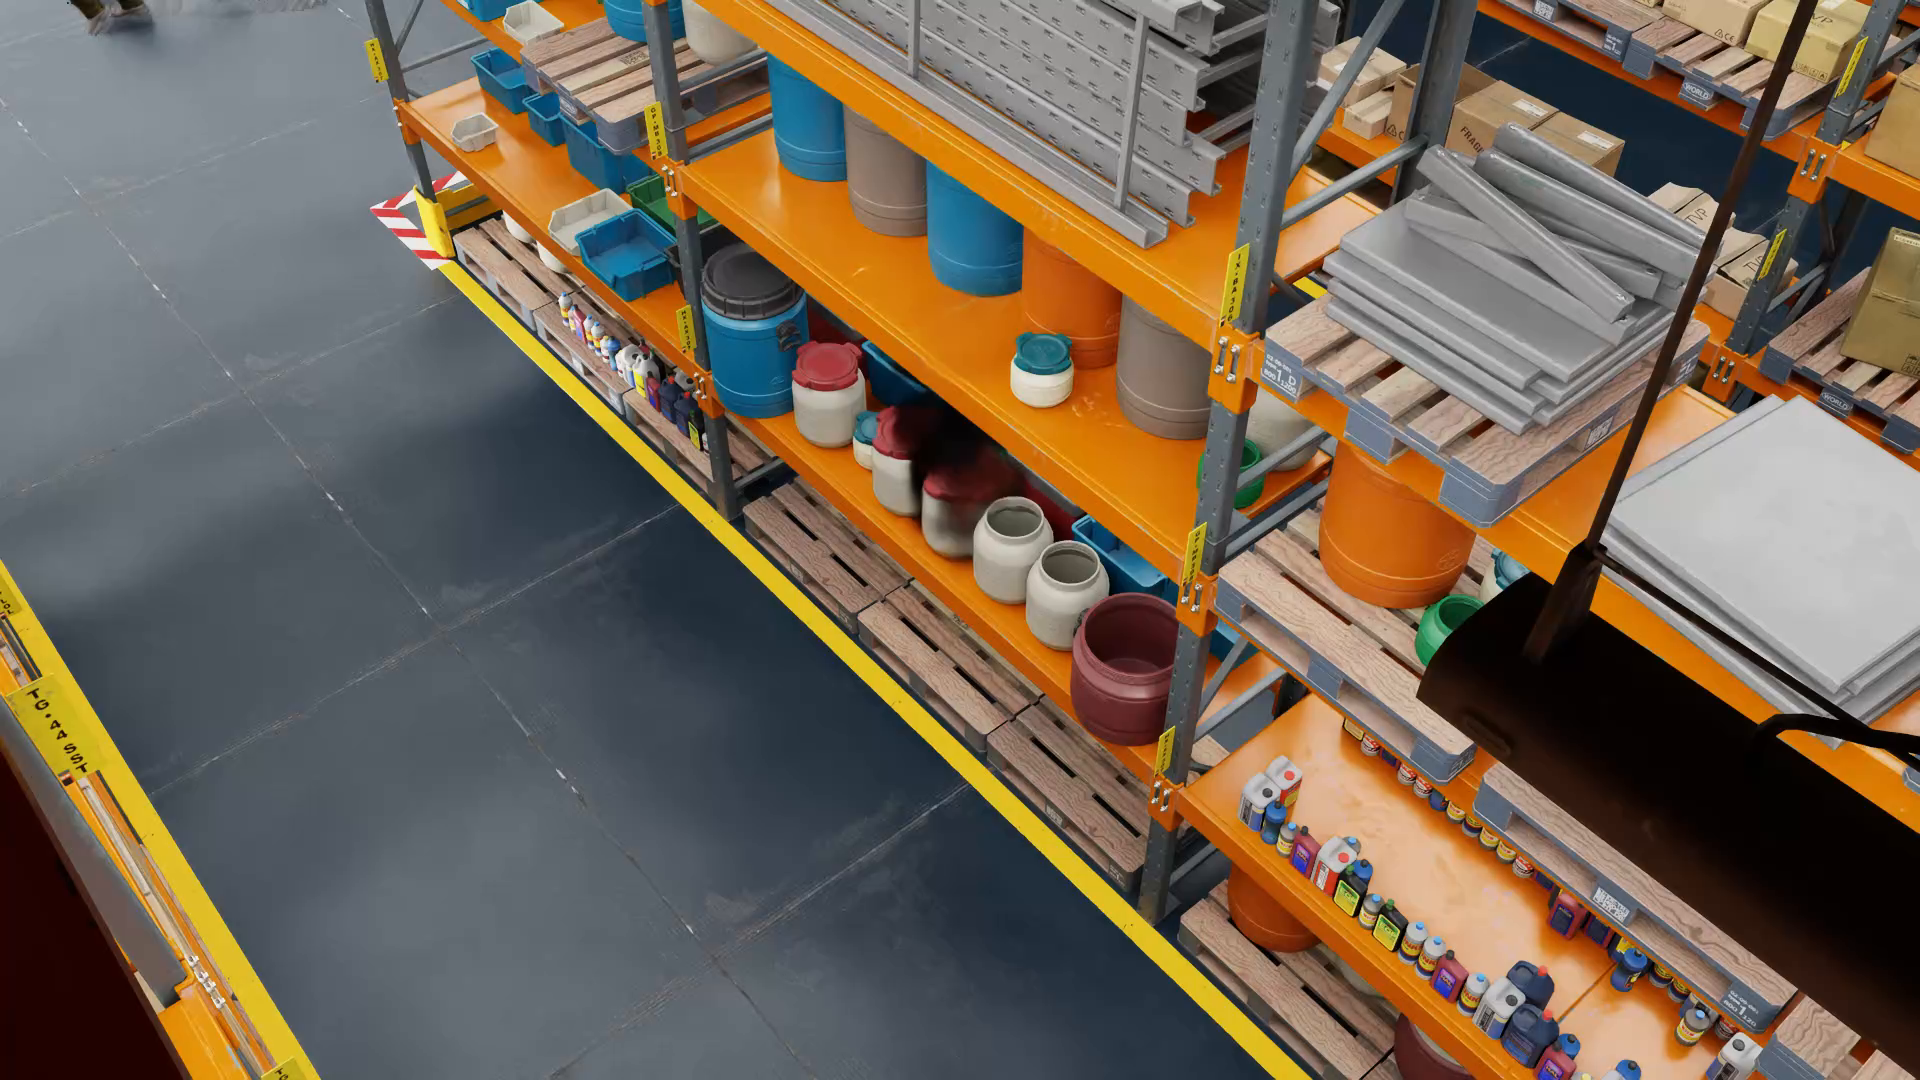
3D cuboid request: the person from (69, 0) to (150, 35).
[{"bbox_3d":[-7.958,-5.410,14.923,0.772,1.825,0.679,-8,47,-8],"label":"person"}]
